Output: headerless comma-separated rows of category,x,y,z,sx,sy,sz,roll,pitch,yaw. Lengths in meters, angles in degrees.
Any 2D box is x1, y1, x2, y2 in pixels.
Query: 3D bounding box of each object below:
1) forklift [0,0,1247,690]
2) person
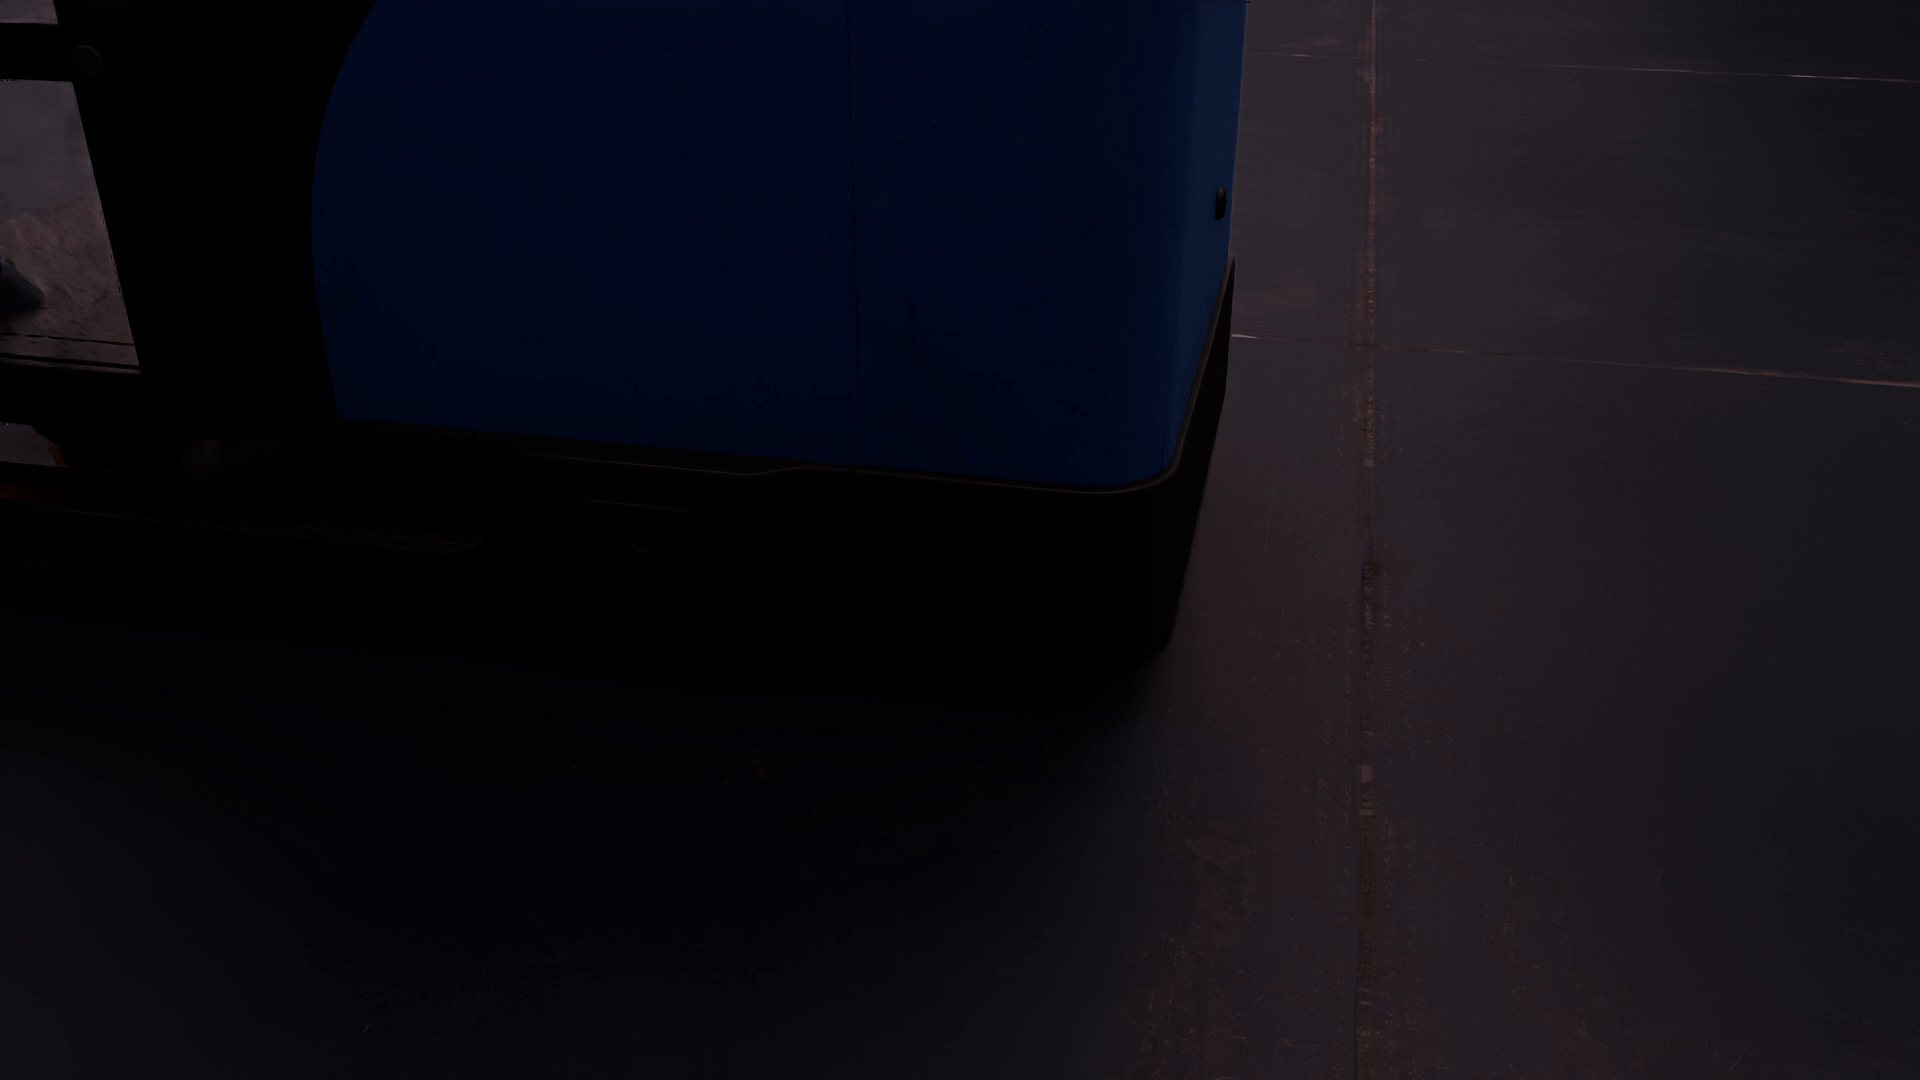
forklift,-1.121,-1.456,2.132,3.031,2.935,1.130,6,27,11
person,-1.532,-0.557,1.916,0.733,1.534,1.081,21,34,35
